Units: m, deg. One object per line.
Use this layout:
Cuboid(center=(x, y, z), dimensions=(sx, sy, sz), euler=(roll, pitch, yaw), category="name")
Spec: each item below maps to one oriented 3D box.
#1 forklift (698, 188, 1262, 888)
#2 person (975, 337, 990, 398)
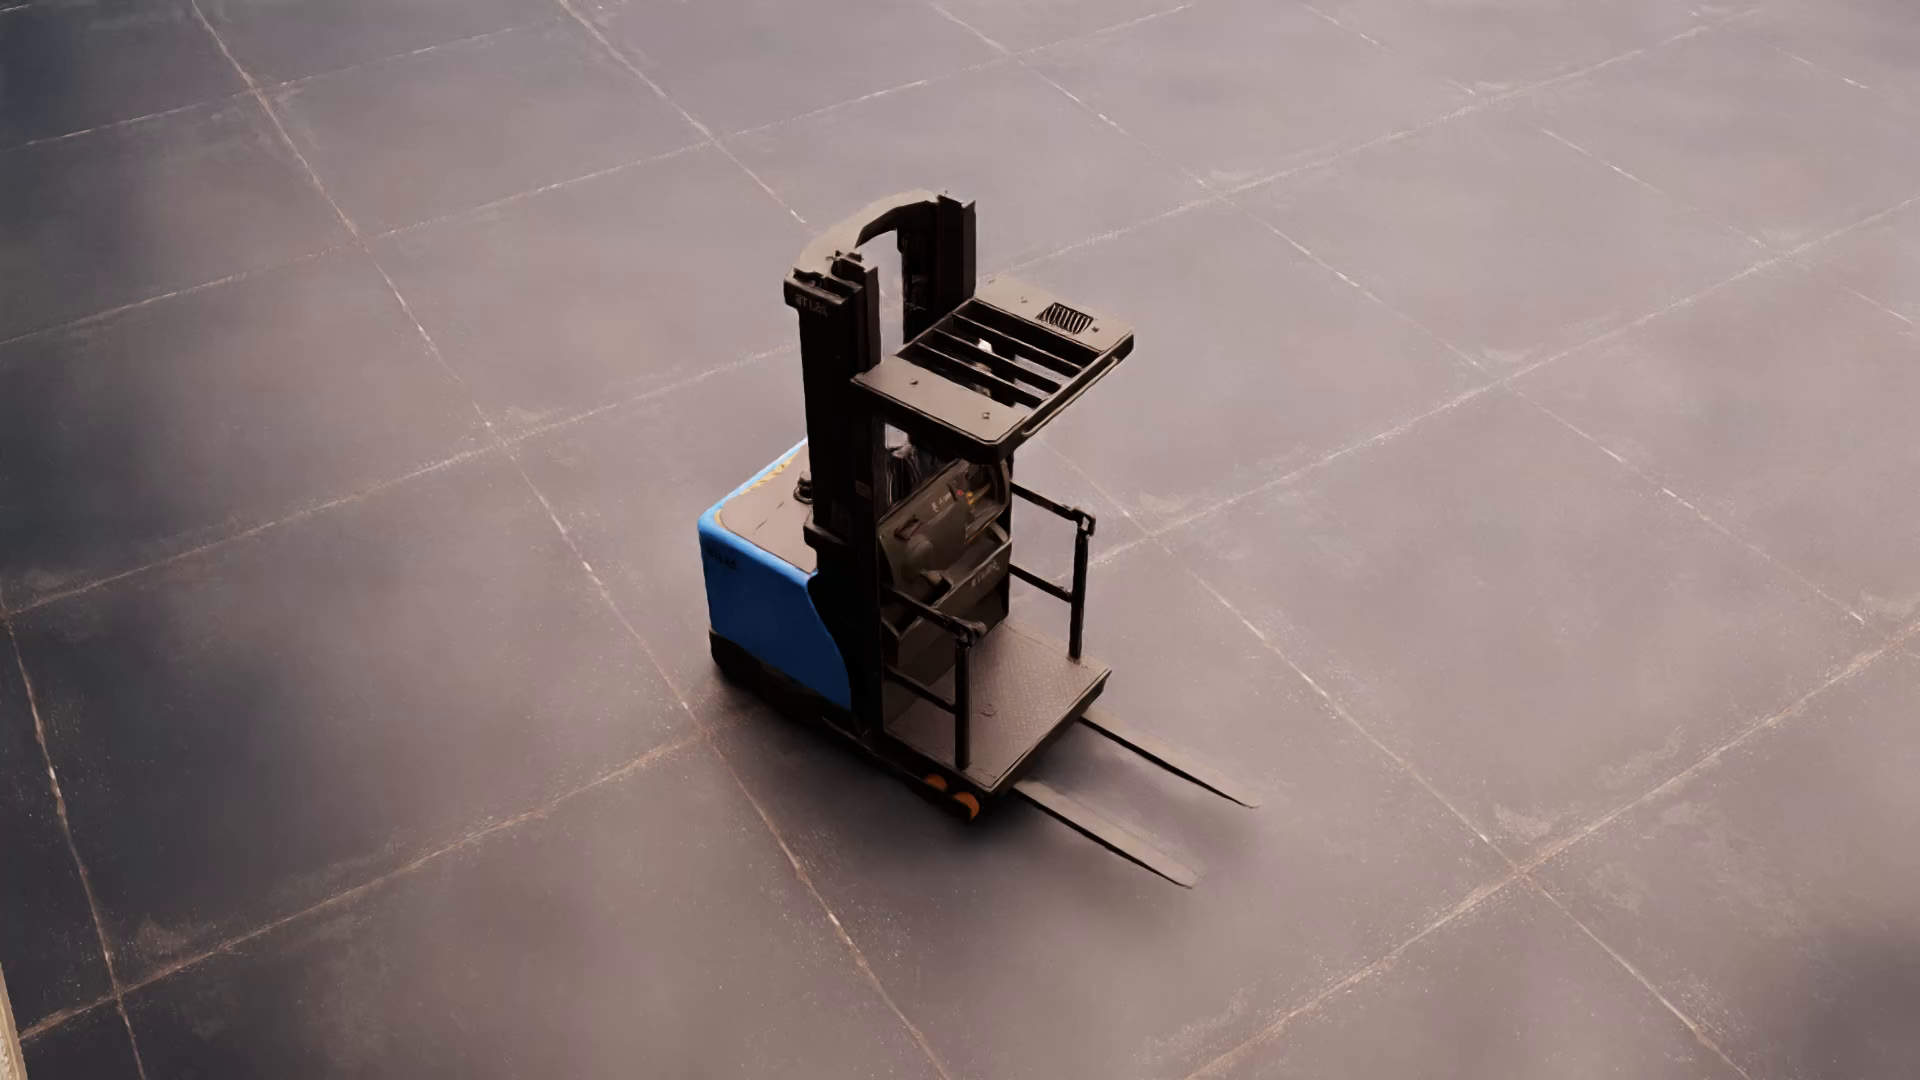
Cuboid(center=(0.100, -0.070, 7.951), dimensions=(3.031, 2.935, 1.130), euler=(27, 48, 27), category="forklift")
Cuboid(center=(-0.030, -0.713, 9.555), dimensions=(0.586, 1.695, 0.534), euler=(-23, 46, -24), category="person")
